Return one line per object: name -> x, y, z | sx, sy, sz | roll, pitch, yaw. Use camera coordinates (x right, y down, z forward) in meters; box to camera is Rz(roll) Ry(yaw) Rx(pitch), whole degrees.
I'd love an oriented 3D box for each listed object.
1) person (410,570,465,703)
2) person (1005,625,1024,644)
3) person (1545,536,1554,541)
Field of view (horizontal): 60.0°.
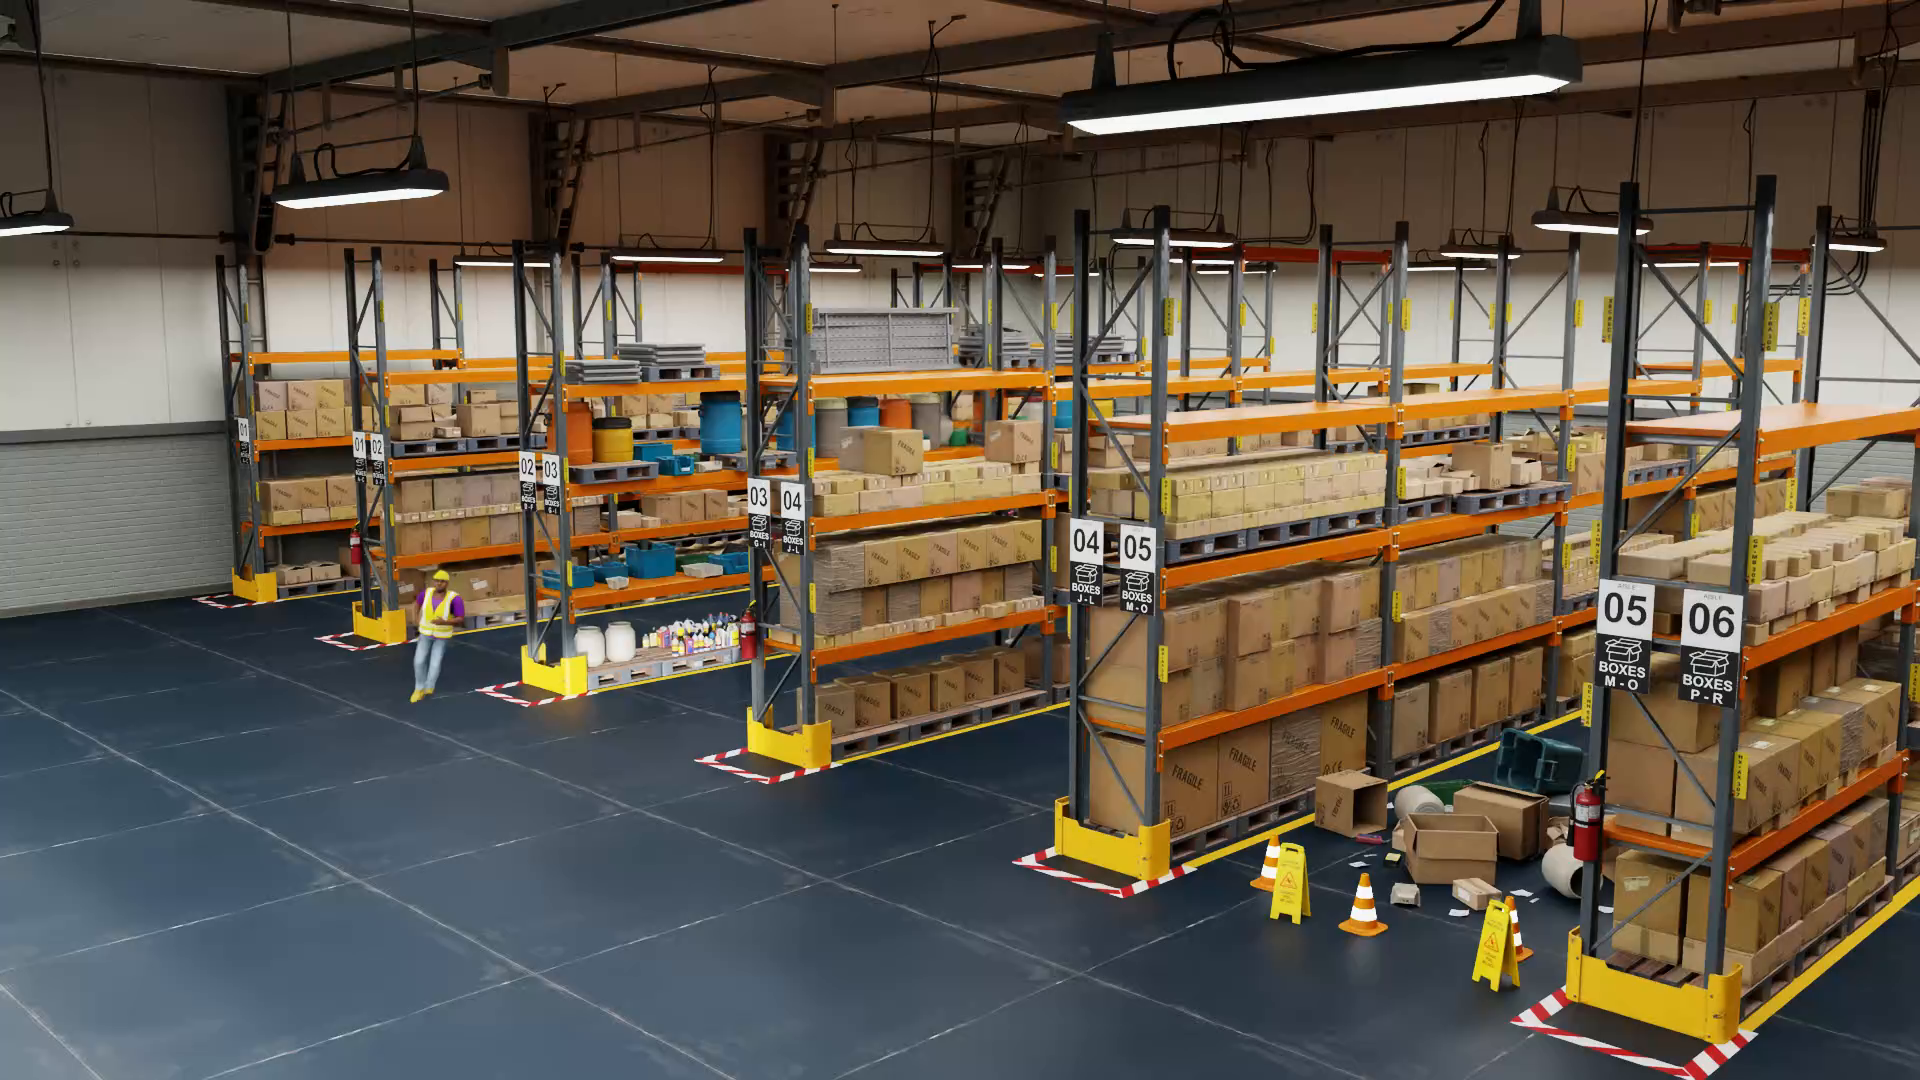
person -> -6.830, 1.255, 21.738 | 0.743, 1.768, 0.657 | -1, 8, -5
person -> 0.828, 0.697, 23.876 | 0.578, 1.621, 0.560 | 7, 11, 41
person -> 8.913, 0.769, 25.227 | 0.598, 1.672, 0.874 | 7, 11, 40
